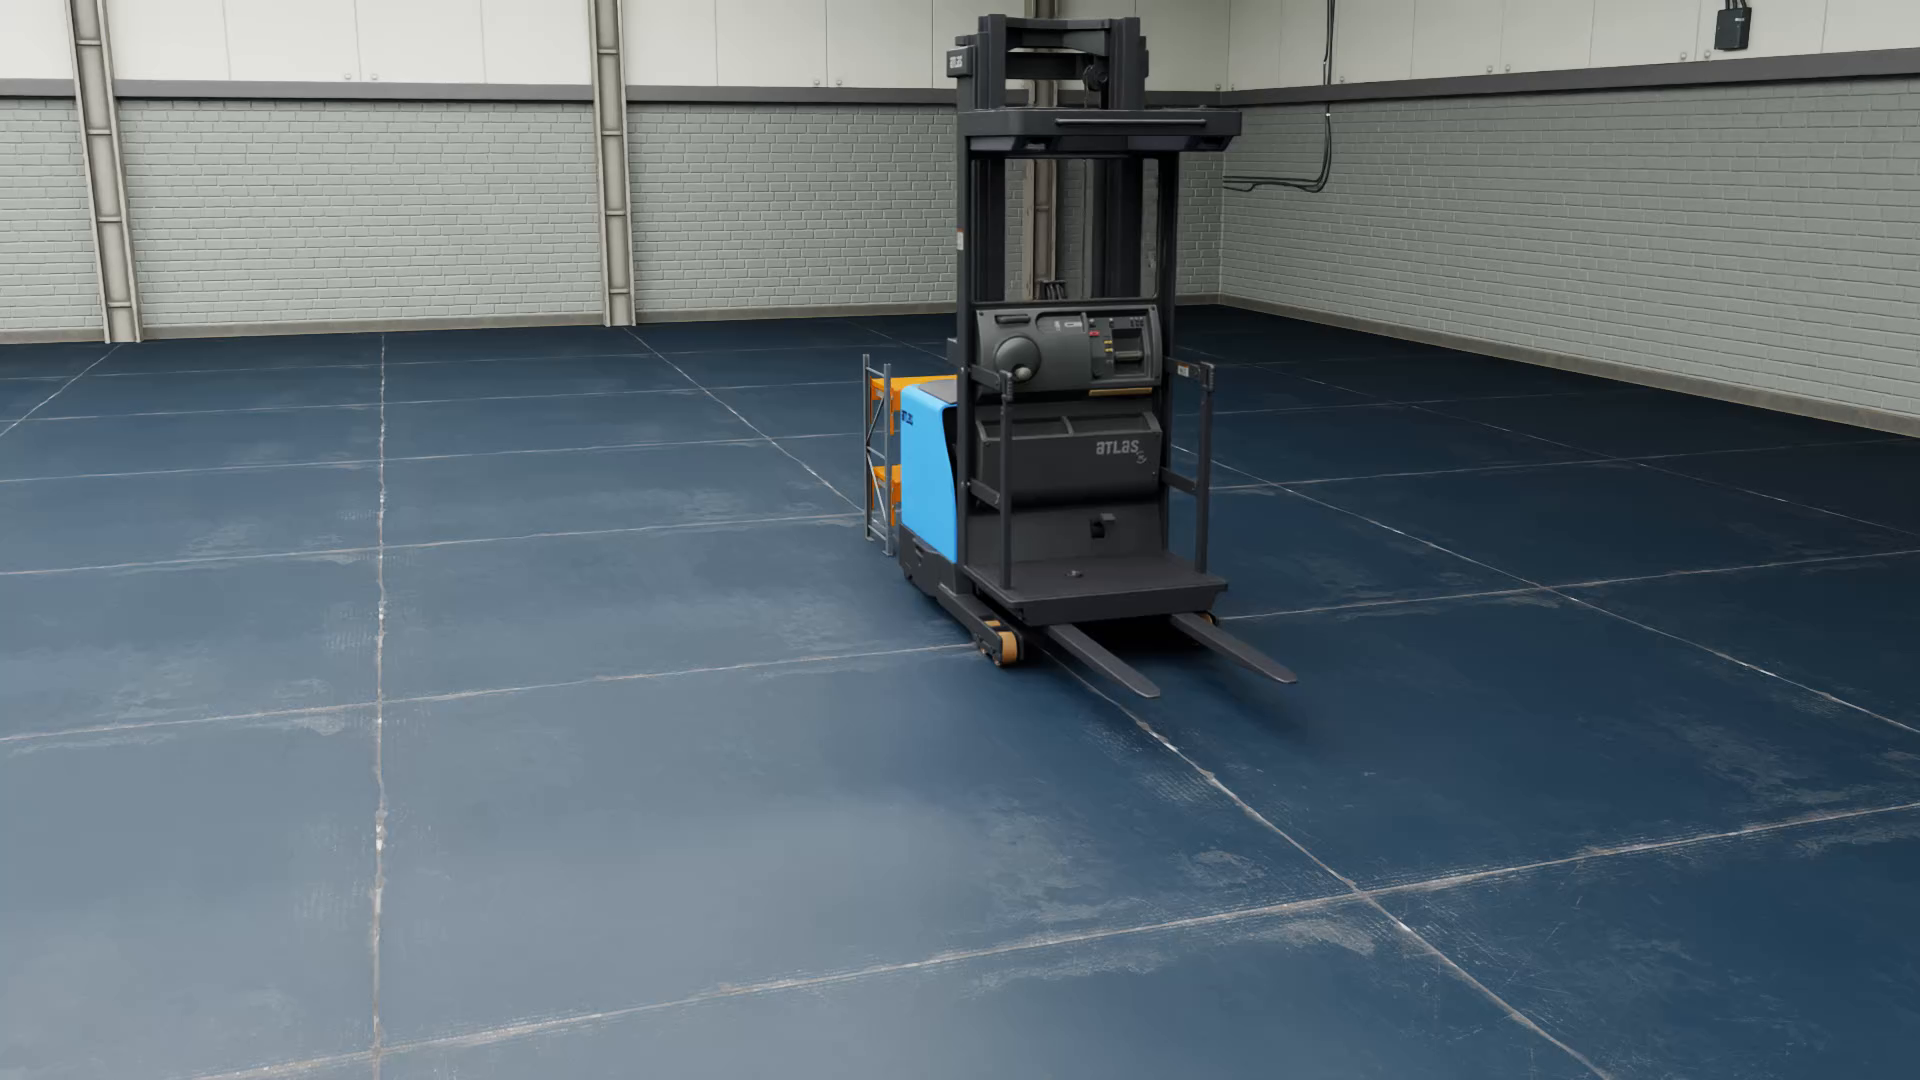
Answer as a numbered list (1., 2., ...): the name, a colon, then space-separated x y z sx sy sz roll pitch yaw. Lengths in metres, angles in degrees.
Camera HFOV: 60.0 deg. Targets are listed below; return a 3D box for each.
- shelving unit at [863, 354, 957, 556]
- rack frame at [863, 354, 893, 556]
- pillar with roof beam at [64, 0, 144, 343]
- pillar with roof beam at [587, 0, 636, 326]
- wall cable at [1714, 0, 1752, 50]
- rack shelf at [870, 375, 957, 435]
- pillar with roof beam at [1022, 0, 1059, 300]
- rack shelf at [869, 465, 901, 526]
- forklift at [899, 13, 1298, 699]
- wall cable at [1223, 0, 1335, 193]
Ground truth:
1. shelving unit: -0.006 -0.547 10.011 1.048 1.125 0.538 -4 14 -18
2. rack frame: -0.488 -0.509 9.853 0.032 1.125 0.500 -4 14 -18
3. pillar with roof beam: -8.865 -5.870 15.373 0.400 9.000 9.100 -4 14 -18
4. pillar with roof beam: -3.178 -6.312 17.235 0.400 9.000 9.100 -4 14 -18
5. wall cable: 7.362 -7.198 13.609 0.169 6.003 2.305 -4 14 -18
6. rack shelf: -0.006 -0.831 9.943 1.000 0.278 0.538 -4 14 -18
7. pillar with roof beam: 2.508 -6.755 19.096 0.400 9.000 9.100 -4 14 -18
8. rack shelf: -0.006 -0.309 10.067 1.000 0.278 0.538 -4 14 -18
9. forklift: 0.596 -0.944 7.780 1.130 2.935 3.031 -4 14 -17
10. wall cable: 4.349 -6.116 23.120 0.112 2.526 3.097 -4 14 -18
